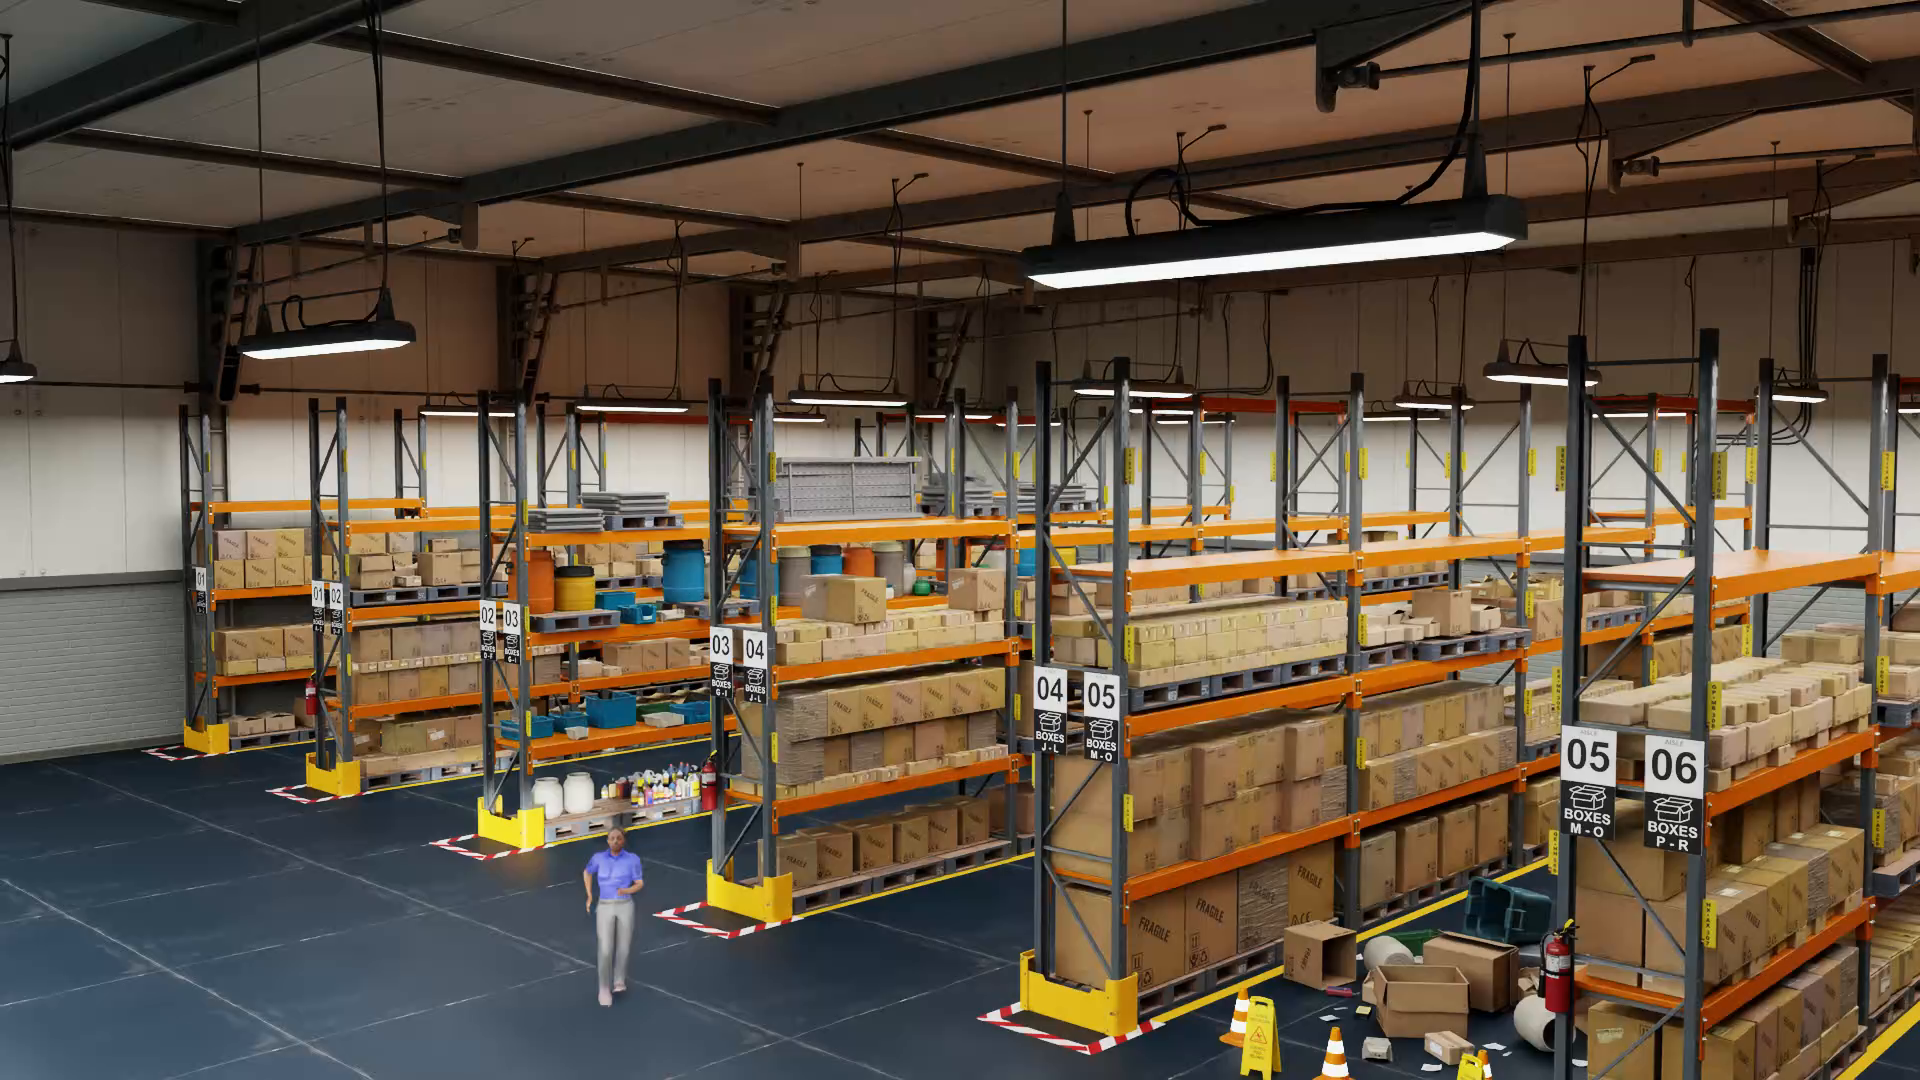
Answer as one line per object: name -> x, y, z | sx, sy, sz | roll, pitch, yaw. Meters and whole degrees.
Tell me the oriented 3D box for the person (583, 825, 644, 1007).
person -> -3.243, 3.519, 15.606 | 0.541, 1.682, 0.704 | -1, 3, -15
